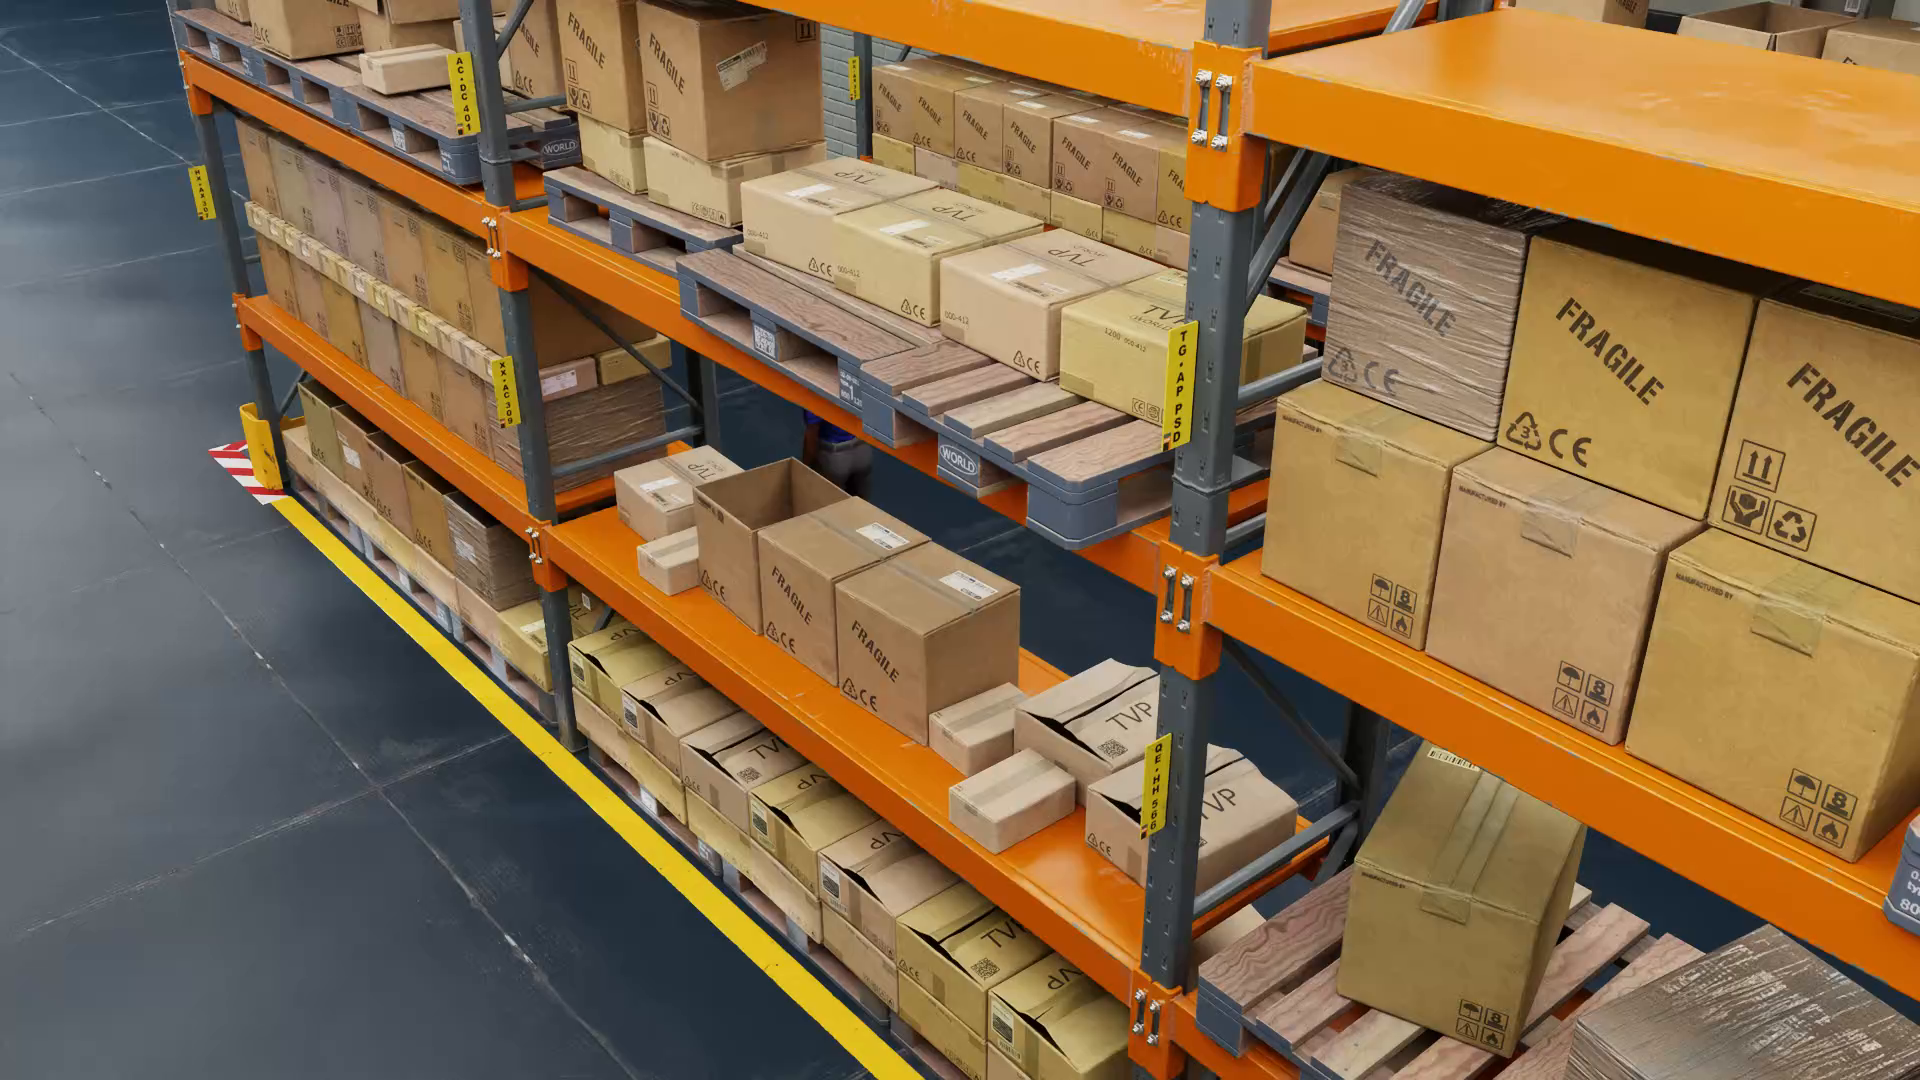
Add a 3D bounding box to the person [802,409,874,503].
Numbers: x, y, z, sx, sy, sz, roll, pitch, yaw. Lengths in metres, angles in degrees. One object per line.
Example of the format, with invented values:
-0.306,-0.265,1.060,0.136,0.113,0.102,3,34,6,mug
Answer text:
-0.693,-0.462,9.485,0.514,1.654,0.352,-22,36,-35,person
